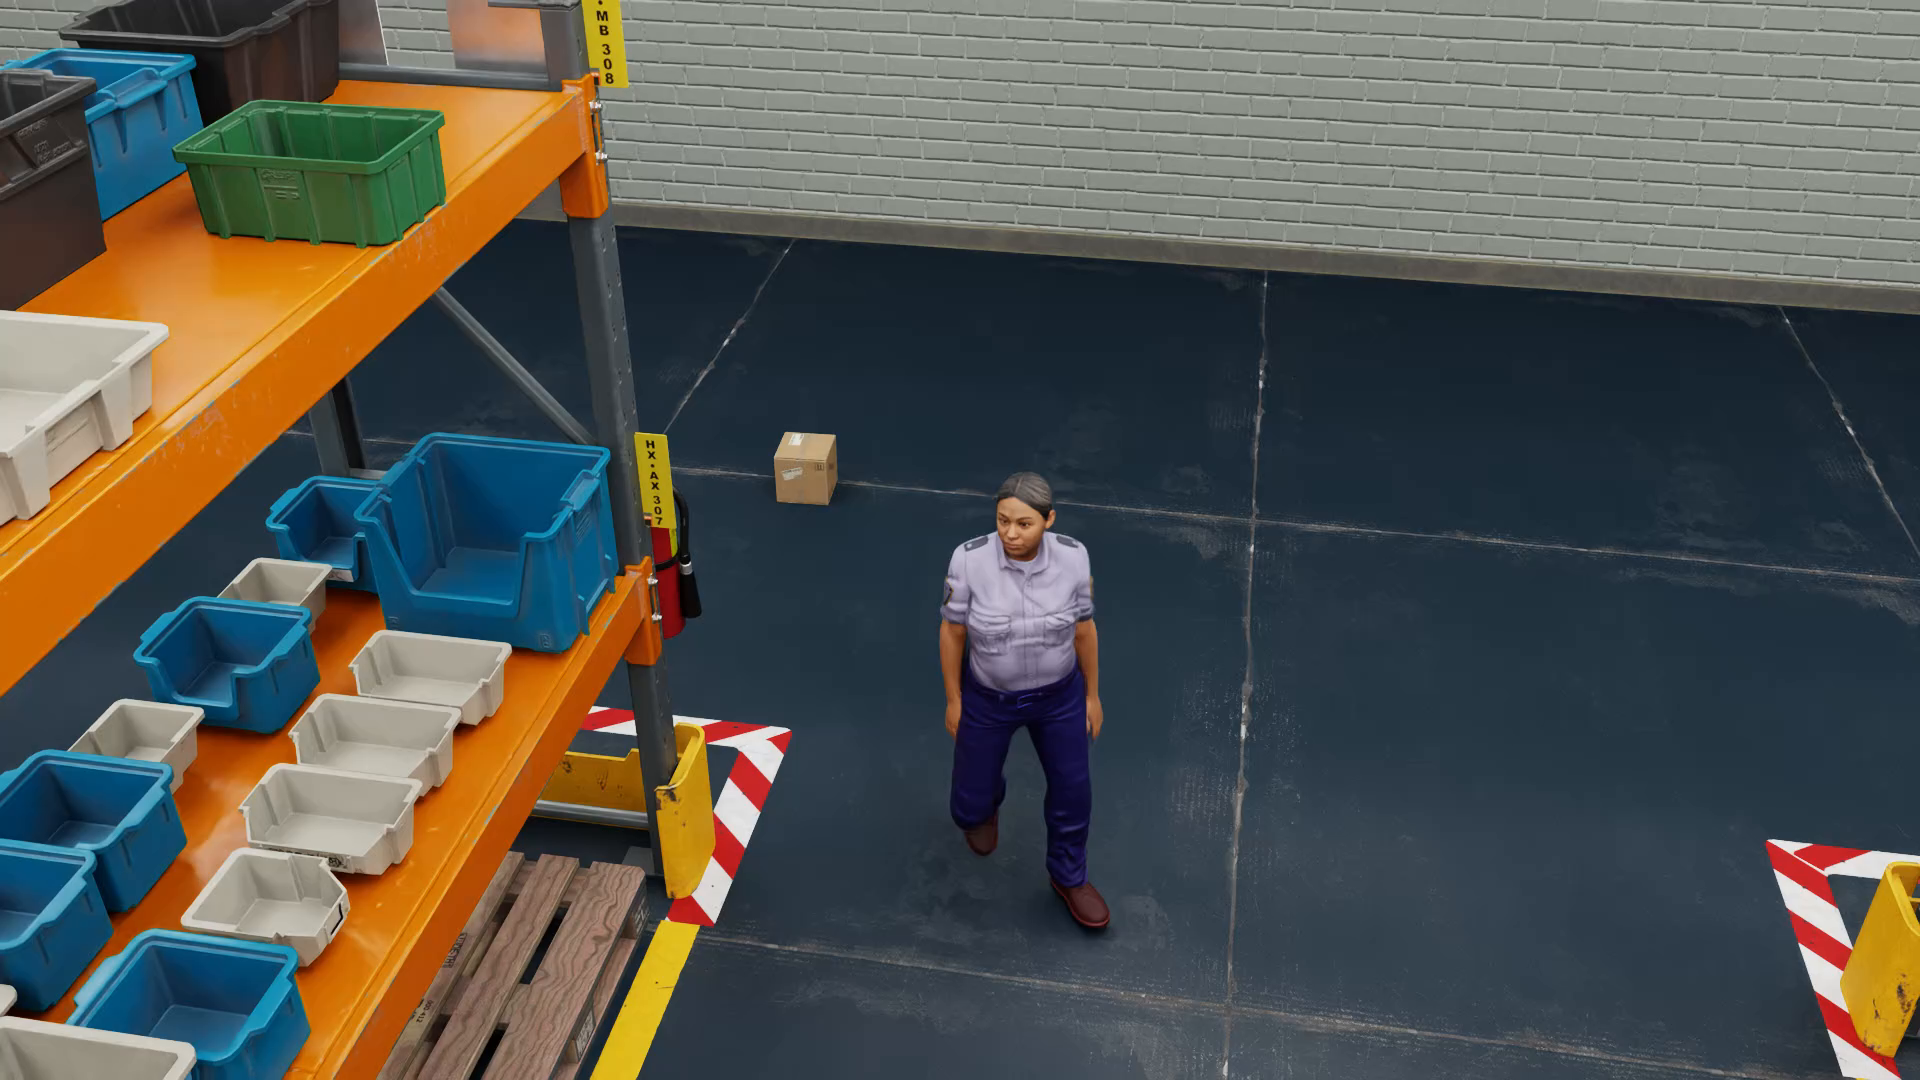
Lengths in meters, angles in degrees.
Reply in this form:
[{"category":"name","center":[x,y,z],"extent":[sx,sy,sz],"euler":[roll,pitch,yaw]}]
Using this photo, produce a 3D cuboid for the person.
[{"category":"person","center":[0.201,0.491,5.344],"extent":[0.527,1.629,0.605],"euler":[-6,33,-10]}]
